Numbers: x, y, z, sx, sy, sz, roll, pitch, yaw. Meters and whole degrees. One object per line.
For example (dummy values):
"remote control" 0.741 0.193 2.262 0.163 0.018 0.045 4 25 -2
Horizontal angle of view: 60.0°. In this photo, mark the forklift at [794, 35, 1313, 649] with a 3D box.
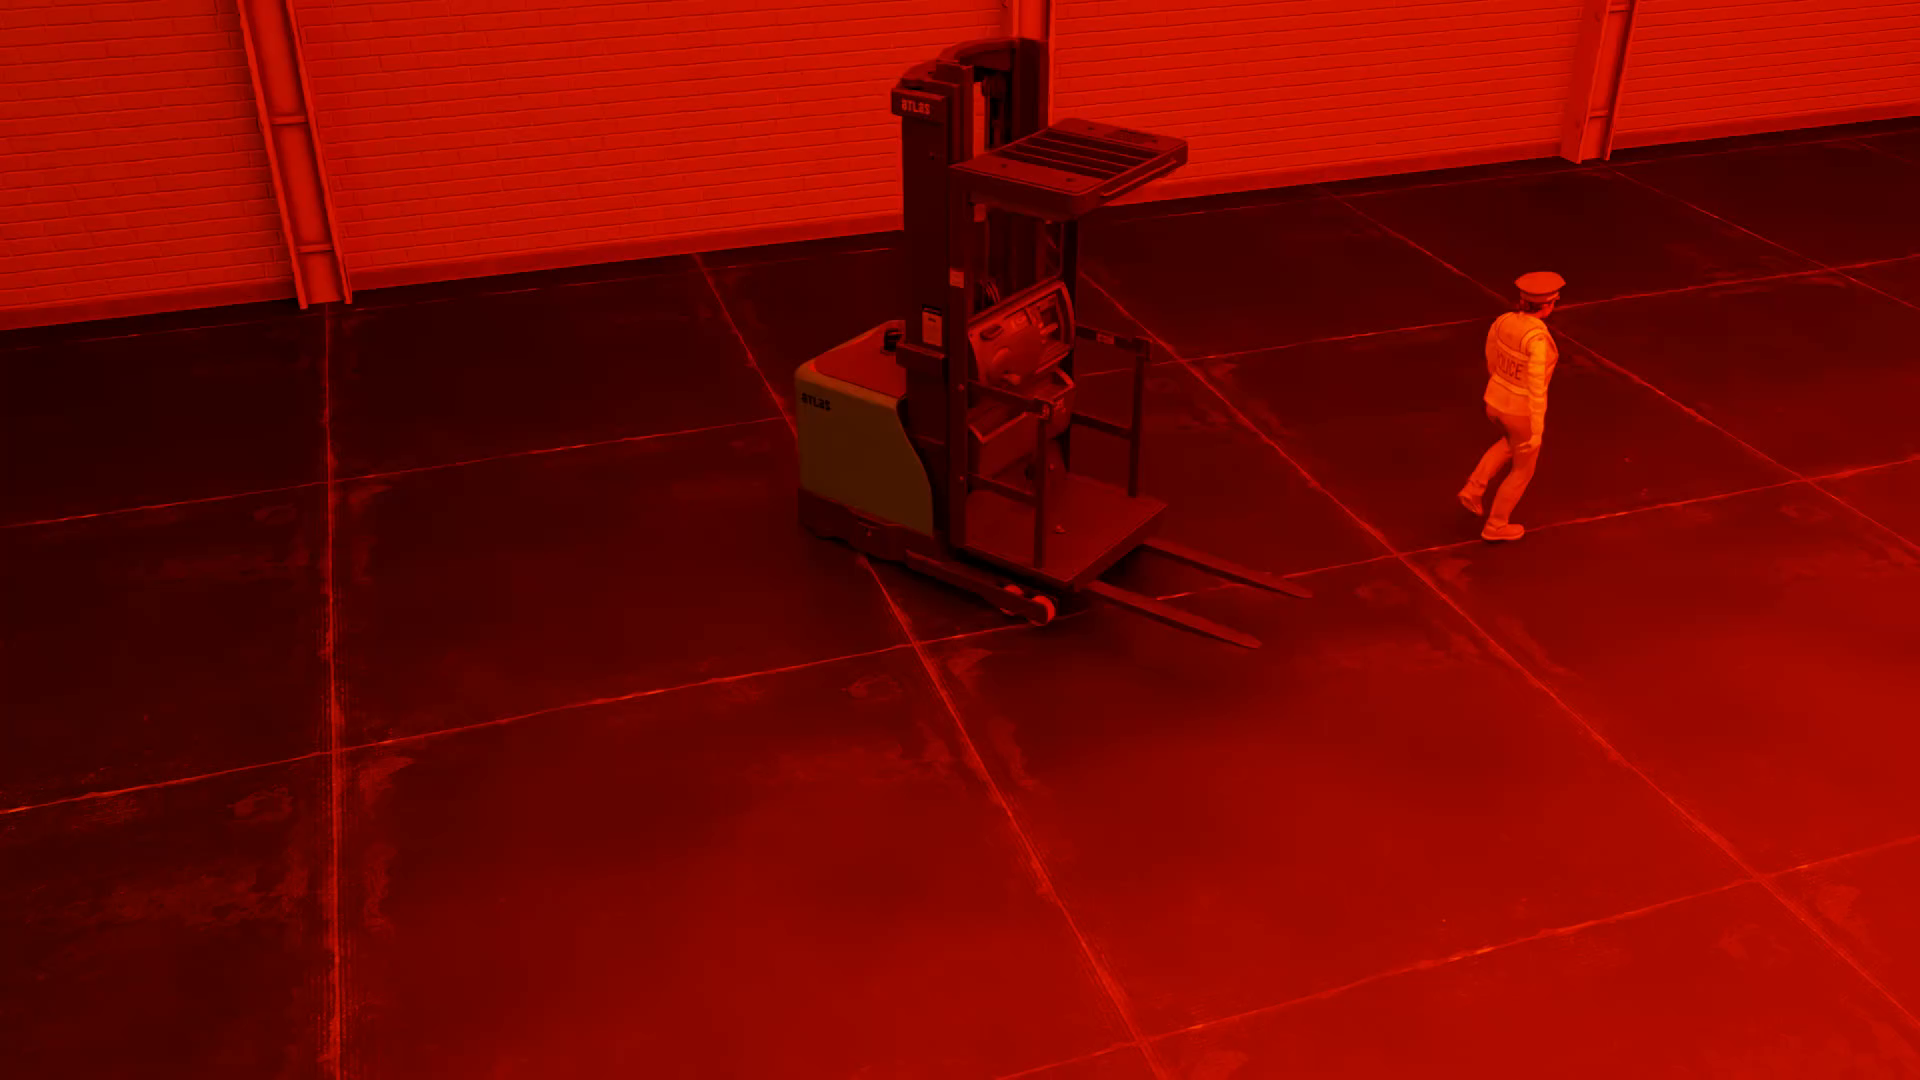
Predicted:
"forklift" 0.510 -1.095 8.990 3.031 2.935 1.130 20 35 31

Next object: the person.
"person" 3.269 -0.770 9.715 0.434 1.651 0.637 -11 32 -18
